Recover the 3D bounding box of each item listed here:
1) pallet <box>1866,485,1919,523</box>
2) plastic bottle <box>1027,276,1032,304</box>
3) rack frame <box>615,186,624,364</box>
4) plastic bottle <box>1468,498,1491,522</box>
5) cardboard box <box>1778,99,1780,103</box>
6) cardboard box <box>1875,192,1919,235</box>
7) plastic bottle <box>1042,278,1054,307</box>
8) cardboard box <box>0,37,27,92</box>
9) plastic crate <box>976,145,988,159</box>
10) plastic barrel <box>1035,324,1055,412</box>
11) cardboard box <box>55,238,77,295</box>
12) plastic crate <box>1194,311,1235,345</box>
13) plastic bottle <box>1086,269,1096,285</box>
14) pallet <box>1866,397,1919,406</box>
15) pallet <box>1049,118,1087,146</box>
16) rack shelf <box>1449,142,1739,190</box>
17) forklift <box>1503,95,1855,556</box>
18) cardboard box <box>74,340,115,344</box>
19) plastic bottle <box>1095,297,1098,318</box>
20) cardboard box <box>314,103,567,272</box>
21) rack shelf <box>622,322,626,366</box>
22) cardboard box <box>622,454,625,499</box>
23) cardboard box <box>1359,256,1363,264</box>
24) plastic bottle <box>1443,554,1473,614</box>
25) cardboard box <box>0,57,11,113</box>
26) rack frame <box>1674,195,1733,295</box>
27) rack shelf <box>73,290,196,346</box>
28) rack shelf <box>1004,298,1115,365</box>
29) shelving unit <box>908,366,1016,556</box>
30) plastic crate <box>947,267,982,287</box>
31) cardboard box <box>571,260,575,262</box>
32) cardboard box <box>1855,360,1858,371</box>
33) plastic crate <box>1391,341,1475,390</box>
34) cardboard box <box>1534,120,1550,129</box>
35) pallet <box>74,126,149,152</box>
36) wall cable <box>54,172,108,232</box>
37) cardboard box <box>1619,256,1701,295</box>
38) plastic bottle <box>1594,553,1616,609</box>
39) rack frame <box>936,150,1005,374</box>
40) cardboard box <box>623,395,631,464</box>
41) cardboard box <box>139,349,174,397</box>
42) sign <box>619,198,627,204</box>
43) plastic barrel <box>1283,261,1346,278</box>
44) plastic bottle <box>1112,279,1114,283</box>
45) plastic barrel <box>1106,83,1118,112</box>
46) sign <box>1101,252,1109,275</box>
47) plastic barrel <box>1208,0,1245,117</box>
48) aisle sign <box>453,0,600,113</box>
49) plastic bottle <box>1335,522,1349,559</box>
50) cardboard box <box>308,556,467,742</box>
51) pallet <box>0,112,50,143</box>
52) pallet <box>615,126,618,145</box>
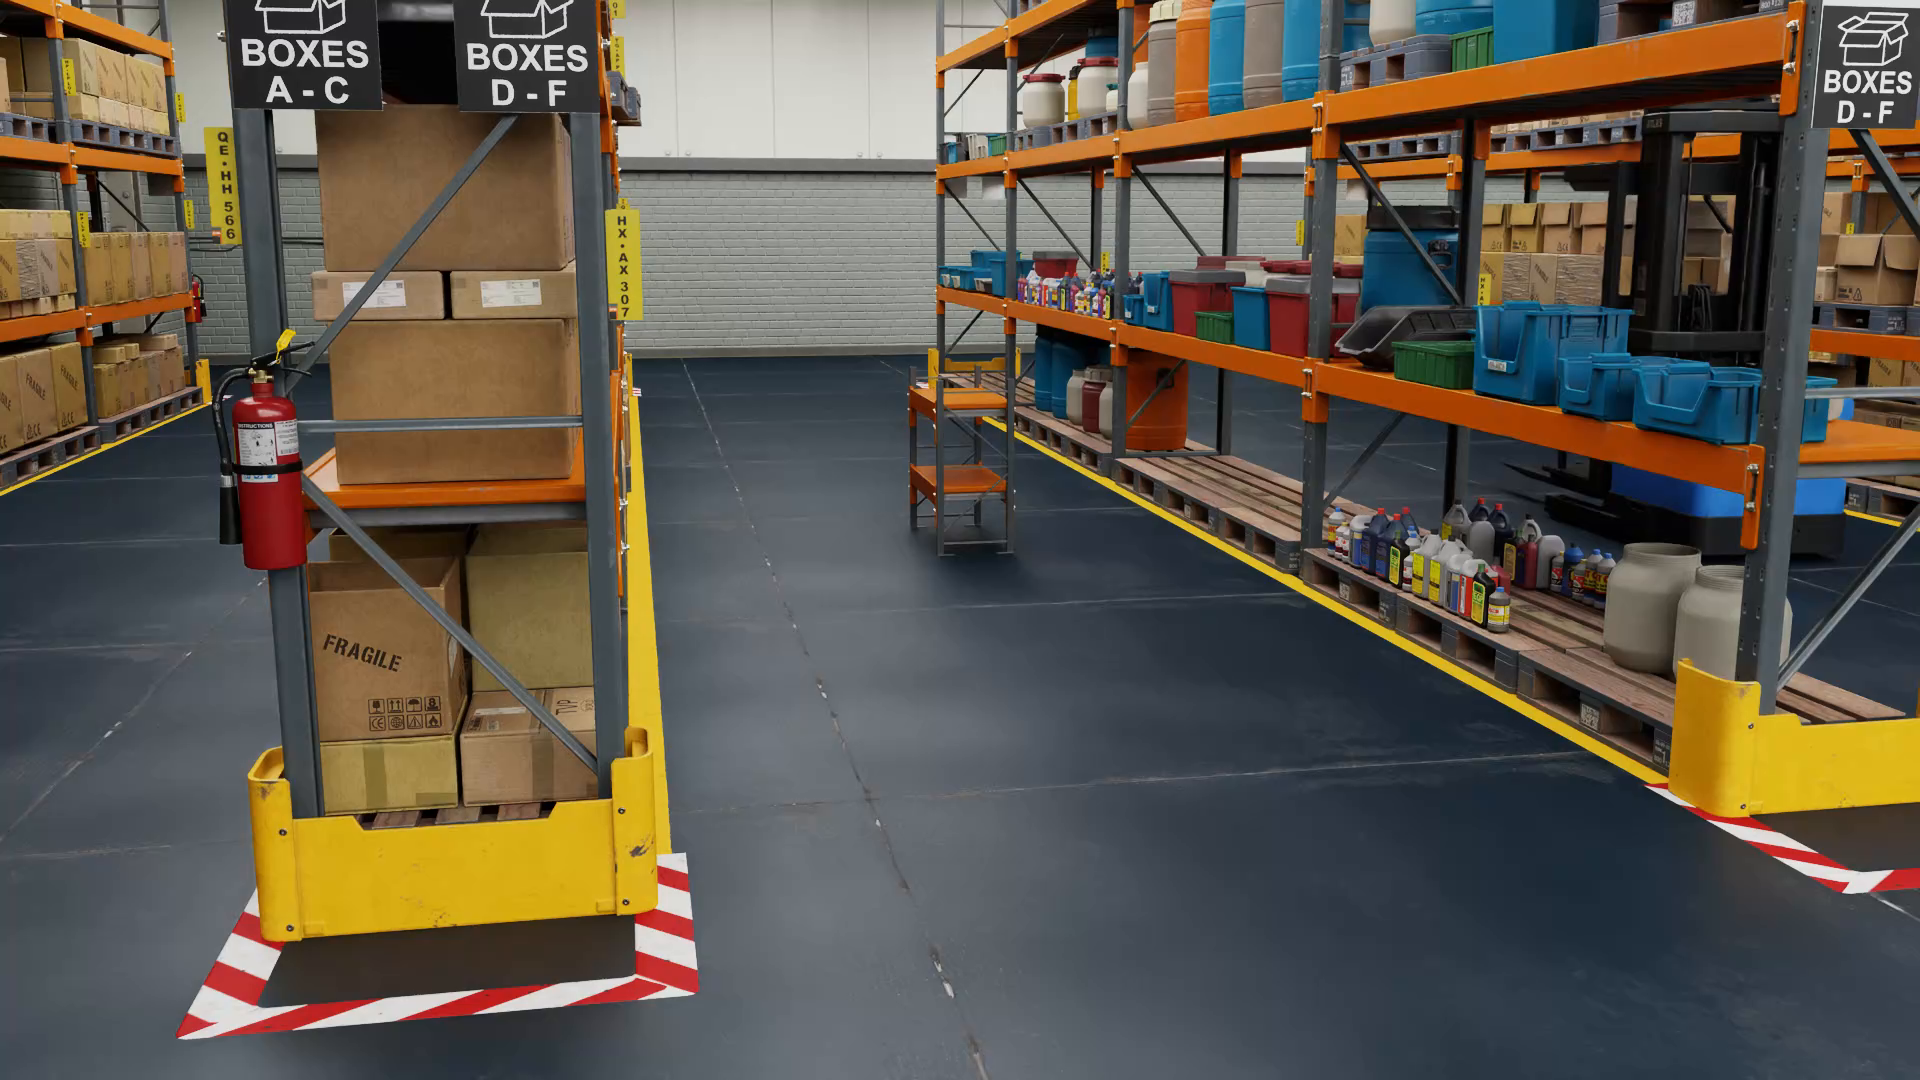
[{"bbox_3d":[7.241,-0.203,11.697,1.003,0.211,1.213,-2,11,-11],"label":"pallet"},{"bbox_3d":[0.718,-2.508,16.696,0.097,0.271,0.097,0,11,0],"label":"plastic bottle"},{"bbox_3d":[-3.880,-2.537,16.506,1.000,3.000,0.127,-2,11,-11],"label":"rack frame"},{"bbox_3d":[2.944,-0.057,9.381,0.144,0.351,0.185,-2,11,-13],"label":"plastic bottle"},{"bbox_3d":[6.667,-3.280,12.784,0.500,0.250,0.500,-2,11,-10],"label":"cardboard box"},{"bbox_3d":[10.874,-3.837,19.596,0.500,0.500,0.500,-2,11,-10],"label":"cardboard box"},{"bbox_3d":[0.876,-2.387,16.049,0.152,0.276,0.135,-2,11,-11],"label":"plastic bottle"},{"bbox_3d":[-9.103,-4.500,15.799,0.500,0.500,0.500,-2,11,-11],"label":"cardboard box"},{"bbox_3d":[0.359,-4.280,18.345,0.293,0.136,0.466,-2,11,-11],"label":"plastic crate"},{"bbox_3d":[1.069,-1.792,17.078,0.600,0.901,0.708,-2,11,-11],"label":"plastic barrel"},{"bbox_3d":[-8.401,-2.486,15.120,0.500,0.500,0.500,-2,11,-12],"label":"cardboard box"},{"bbox_3d":[1.920,-1.455,11.384,0.450,0.188,0.662,-2,11,-11],"label":"plastic crate"},{"bbox_3d":[1.338,-2.531,16.602,0.144,0.351,0.185,-2,11,-11],"label":"plastic bottle"},{"bbox_3d":[10.876,-1.546,18.756,1.003,0.211,1.213,-2,11,-11],"label":"pallet"},{"bbox_3d":[1.451,-3.750,15.357,1.003,0.211,1.213,-2,11,-11],"label":"pallet"},{"bbox_3d":[6.227,-3.650,16.254,1.077,0.370,4.000,-2,11,-11],"label":"rack shelf"},{"bbox_3d":[4.856,-1.563,11.567,1.130,2.935,3.031,-1,11,-8],"label":"forklift"},{"bbox_3d":[-9.254,-2.046,17.749,0.380,0.149,0.250,-2,11,-10],"label":"cardboard box"},{"bbox_3d":[1.211,-2.008,14.258,0.097,0.201,0.097,0,11,0],"label":"plastic bottle"},{"bbox_3d":[-1.634,-1.119,5.315,0.700,0.500,0.500,-2,11,-11],"label":"cardboard box"},{"bbox_3d":[-3.491,-1.817,14.646,1.077,0.370,4.000,-2,11,-11],"label":"rack shelf"},{"bbox_3d":[-2.252,-0.378,9.891,0.500,0.311,0.500,-2,11,-12],"label":"cardboard box"},{"bbox_3d":[5.197,-3.322,20.235,0.500,0.250,0.500,-2,11,-12],"label":"cardboard box"},{"bbox_3d":[2.477,0.212,8.166,0.152,0.276,0.135,-2,11,-13],"label":"plastic bottle"},{"bbox_3d":[-8.675,-3.930,14.356,0.700,0.500,0.500,-3,11,-14],"label":"cardboard box"},{"bbox_3d":[6.616,-2.163,14.540,1.000,3.000,0.127,-2,11,-11],"label":"rack frame"},{"bbox_3d":[-9.127,-2.370,17.550,1.077,0.370,4.000,-2,11,-11],"label":"rack shelf"},{"bbox_3d":[1.369,-1.997,15.588,1.077,0.370,4.000,-2,11,-11],"label":"rack shelf"},{"bbox_3d":[-0.001,-0.554,11.098,0.538,1.125,1.048,-2,11,-11],"label":"shelving unit"},{"bbox_3d":[0.055,-3.220,20.378,0.416,0.233,0.300,-2,11,-11],"label":"plastic crate"},{"bbox_3d":[-1.663,-1.020,6.532,0.380,0.149,0.250,-2,11,-12],"label":"cardboard box"},{"bbox_3d":[10.829,-2.132,20.082,0.380,0.149,0.250,-2,11,-11],"label":"cardboard box"},{"bbox_3d":[2.523,-0.886,8.397,0.450,0.188,0.662,-2,11,-11],"label":"plastic crate"},{"bbox_3d":[5.981,-4.175,16.635,0.380,0.149,0.250,-3,11,-13],"label":"cardboard box"},{"bbox_3d":[-9.121,-4.160,17.247,1.003,0.211,1.213,-2,11,-11],"label":"pallet"},{"bbox_3d":[-10.693,-3.790,20.368,0.084,1.984,1.851,-2,11,-11],"label":"wall cable"},{"bbox_3d":[6.277,-2.294,14.959,0.500,0.500,0.500,-2,11,-9],"label":"cardboard box"},{"bbox_3d":[3.200,0.201,8.236,0.097,0.271,0.097,0,11,0],"label":"plastic bottle"},{"bbox_3d":[0.202,-3.451,21.303,1.000,3.000,0.127,-2,11,-11],"label":"rack frame"},{"bbox_3d":[-2.910,-0.886,13.337,0.500,0.500,0.500,-2,11,-9],"label":"cardboard box"},{"bbox_3d":[-9.184,-1.852,18.467,0.700,0.500,0.500,-2,11,-11],"label":"cardboard box"},{"bbox_3d":[-4.109,-4.012,20.309,0.100,0.325,0.005,-2,11,-11],"label":"sign"},{"bbox_3d":[2.422,-1.634,11.398,0.433,0.535,0.433,0,11,0],"label":"plastic barrel"},{"bbox_3d":[1.543,-2.436,16.304,0.152,0.276,0.135,-2,11,-11],"label":"plastic bottle"},{"bbox_3d":[1.405,-3.786,14.292,0.301,0.262,0.301,0,11,0],"label":"plastic barrel"},{"bbox_3d":[1.520,-2.873,17.526,0.100,0.325,0.005,-2,11,-11],"label":"sign"},{"bbox_3d":[1.969,-3.295,11.121,0.600,0.901,0.708,-2,11,-11],"label":"plastic barrel"},{"bbox_3d":[-1.233,-1.613,4.694,0.394,0.787,0.004,-2,11,-11],"label":"aisle sign"},{"bbox_3d":[2.187,0.002,9.471,0.097,0.201,0.097,0,11,0],"label":"plastic bottle"},{"bbox_3d":[-1.942,0.352,5.550,0.500,0.500,0.500,-2,11,-11],"label":"cardboard box"},{"bbox_3d":[-8.511,-3.570,14.419,0.805,0.209,1.217,-3,11,-13],"label":"pallet"},{"bbox_3d":[-3.617,-3.606,14.602,1.213,0.211,1.003,-2,11,-11],"label":"pallet"}]
